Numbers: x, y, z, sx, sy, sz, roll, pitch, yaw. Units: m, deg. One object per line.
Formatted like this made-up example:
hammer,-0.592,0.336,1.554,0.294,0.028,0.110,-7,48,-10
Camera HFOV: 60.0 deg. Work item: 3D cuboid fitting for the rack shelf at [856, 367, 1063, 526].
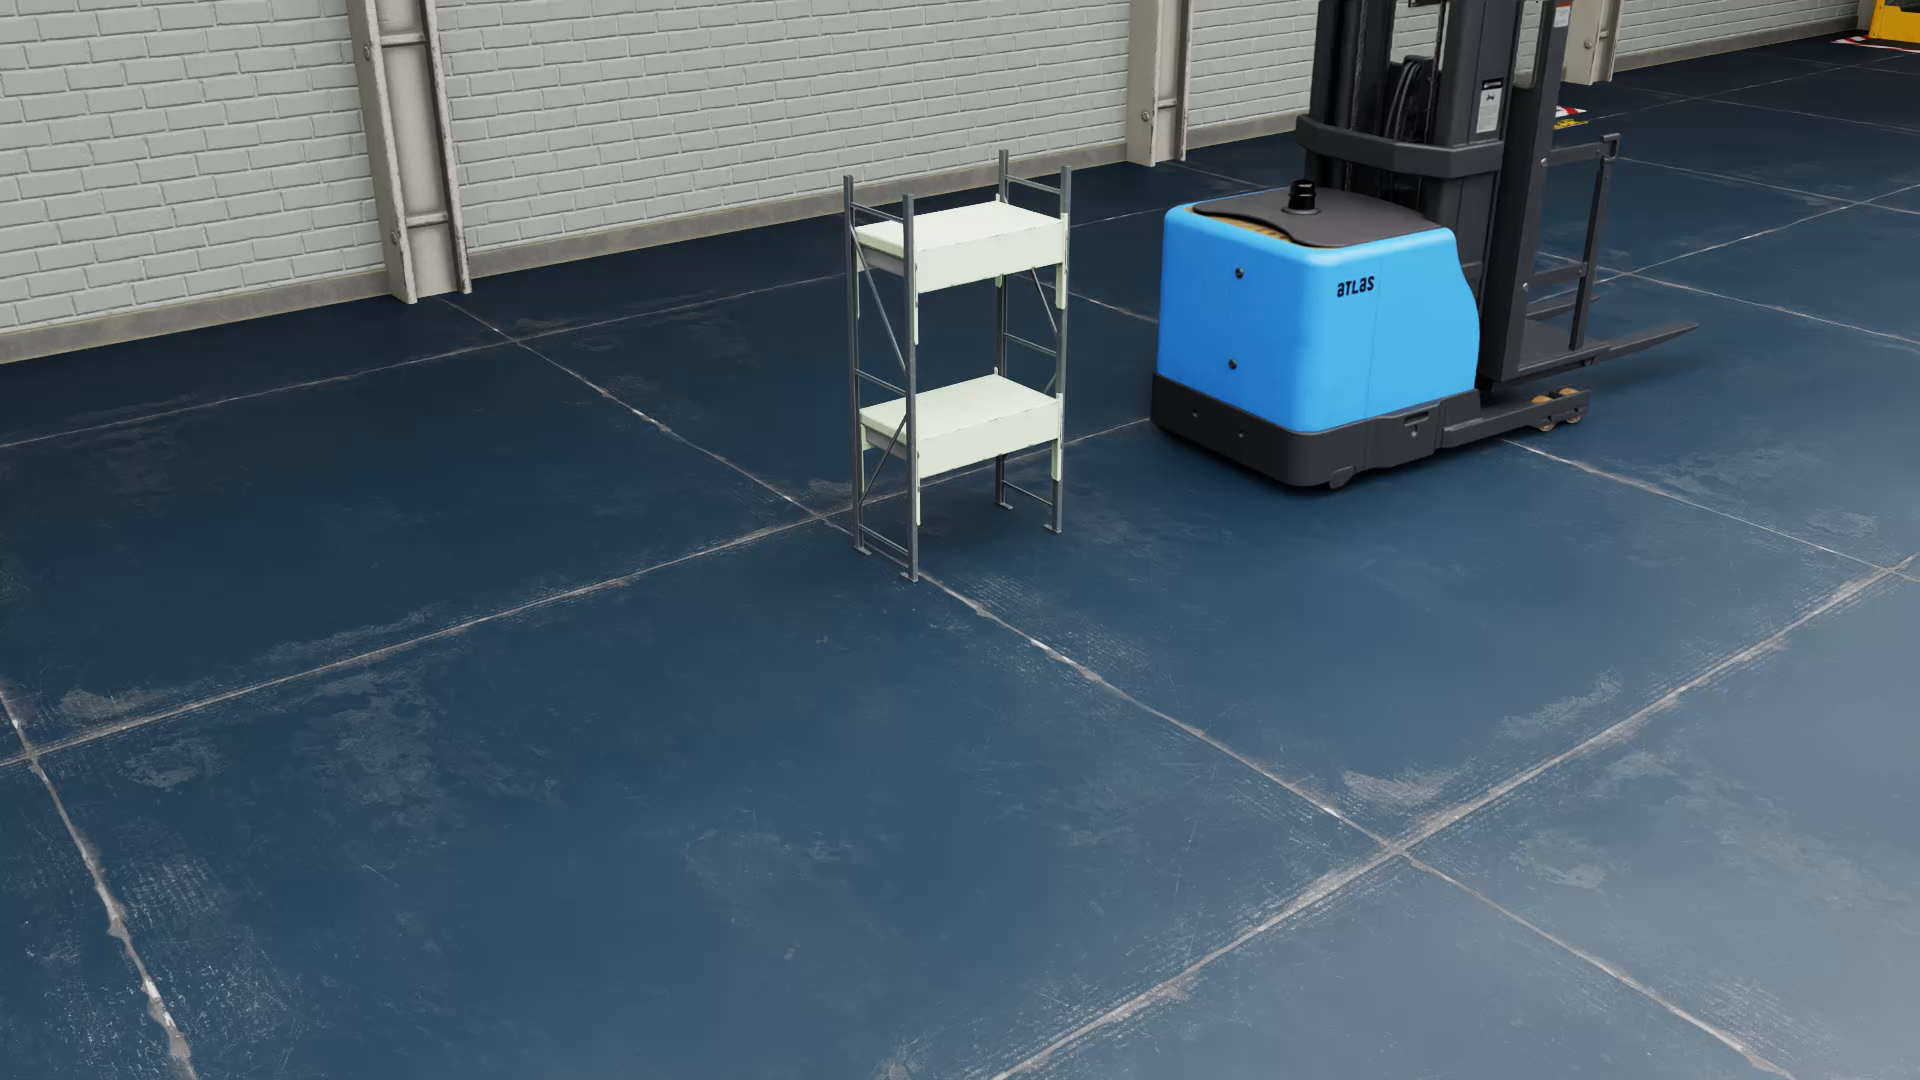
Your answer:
rack shelf,-0.005,-0.383,6.568,0.720,0.370,0.431,-18,31,-34

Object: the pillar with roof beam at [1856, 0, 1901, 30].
pillar with roof beam,13.657,-8.812,15.048,0.400,9.000,9.100,-18,31,-34

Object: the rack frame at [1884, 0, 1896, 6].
rack frame,10.983,-7.049,18.375,0.127,3.000,1.000,-18,31,-34

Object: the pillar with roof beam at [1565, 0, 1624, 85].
pillar with roof beam,8.935,-7.254,11.690,0.400,9.000,9.100,-18,31,-34

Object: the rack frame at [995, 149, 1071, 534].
rack frame,0.283,-0.774,6.635,0.023,1.500,0.400,-18,31,-34

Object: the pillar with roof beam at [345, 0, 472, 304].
pillar with roof beam,-0.508,-4.136,4.973,0.400,9.000,9.100,-18,31,-34

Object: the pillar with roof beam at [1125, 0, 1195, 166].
pillar with roof beam,4.214,-5.695,8.332,0.400,9.000,9.100,-18,31,-34

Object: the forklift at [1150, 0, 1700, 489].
forklift,2.402,-2.011,7.602,3.031,2.935,1.130,-16,29,-30

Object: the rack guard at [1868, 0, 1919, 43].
rack guard,11.043,-5.935,18.944,0.348,0.500,1.175,-18,31,-34

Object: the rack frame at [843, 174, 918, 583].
rack frame,-0.293,-0.583,6.226,0.023,1.500,0.400,-18,31,-34

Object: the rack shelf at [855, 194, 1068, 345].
rack shelf,-0.005,-1.033,6.266,0.720,0.370,0.431,-18,31,-34

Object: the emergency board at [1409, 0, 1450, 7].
emergency board,4.293,-5.333,14.678,0.626,1.169,0.157,-18,31,-34

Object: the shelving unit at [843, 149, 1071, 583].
shelving unit,-0.005,-0.679,6.431,0.755,1.500,0.431,-18,31,-34
